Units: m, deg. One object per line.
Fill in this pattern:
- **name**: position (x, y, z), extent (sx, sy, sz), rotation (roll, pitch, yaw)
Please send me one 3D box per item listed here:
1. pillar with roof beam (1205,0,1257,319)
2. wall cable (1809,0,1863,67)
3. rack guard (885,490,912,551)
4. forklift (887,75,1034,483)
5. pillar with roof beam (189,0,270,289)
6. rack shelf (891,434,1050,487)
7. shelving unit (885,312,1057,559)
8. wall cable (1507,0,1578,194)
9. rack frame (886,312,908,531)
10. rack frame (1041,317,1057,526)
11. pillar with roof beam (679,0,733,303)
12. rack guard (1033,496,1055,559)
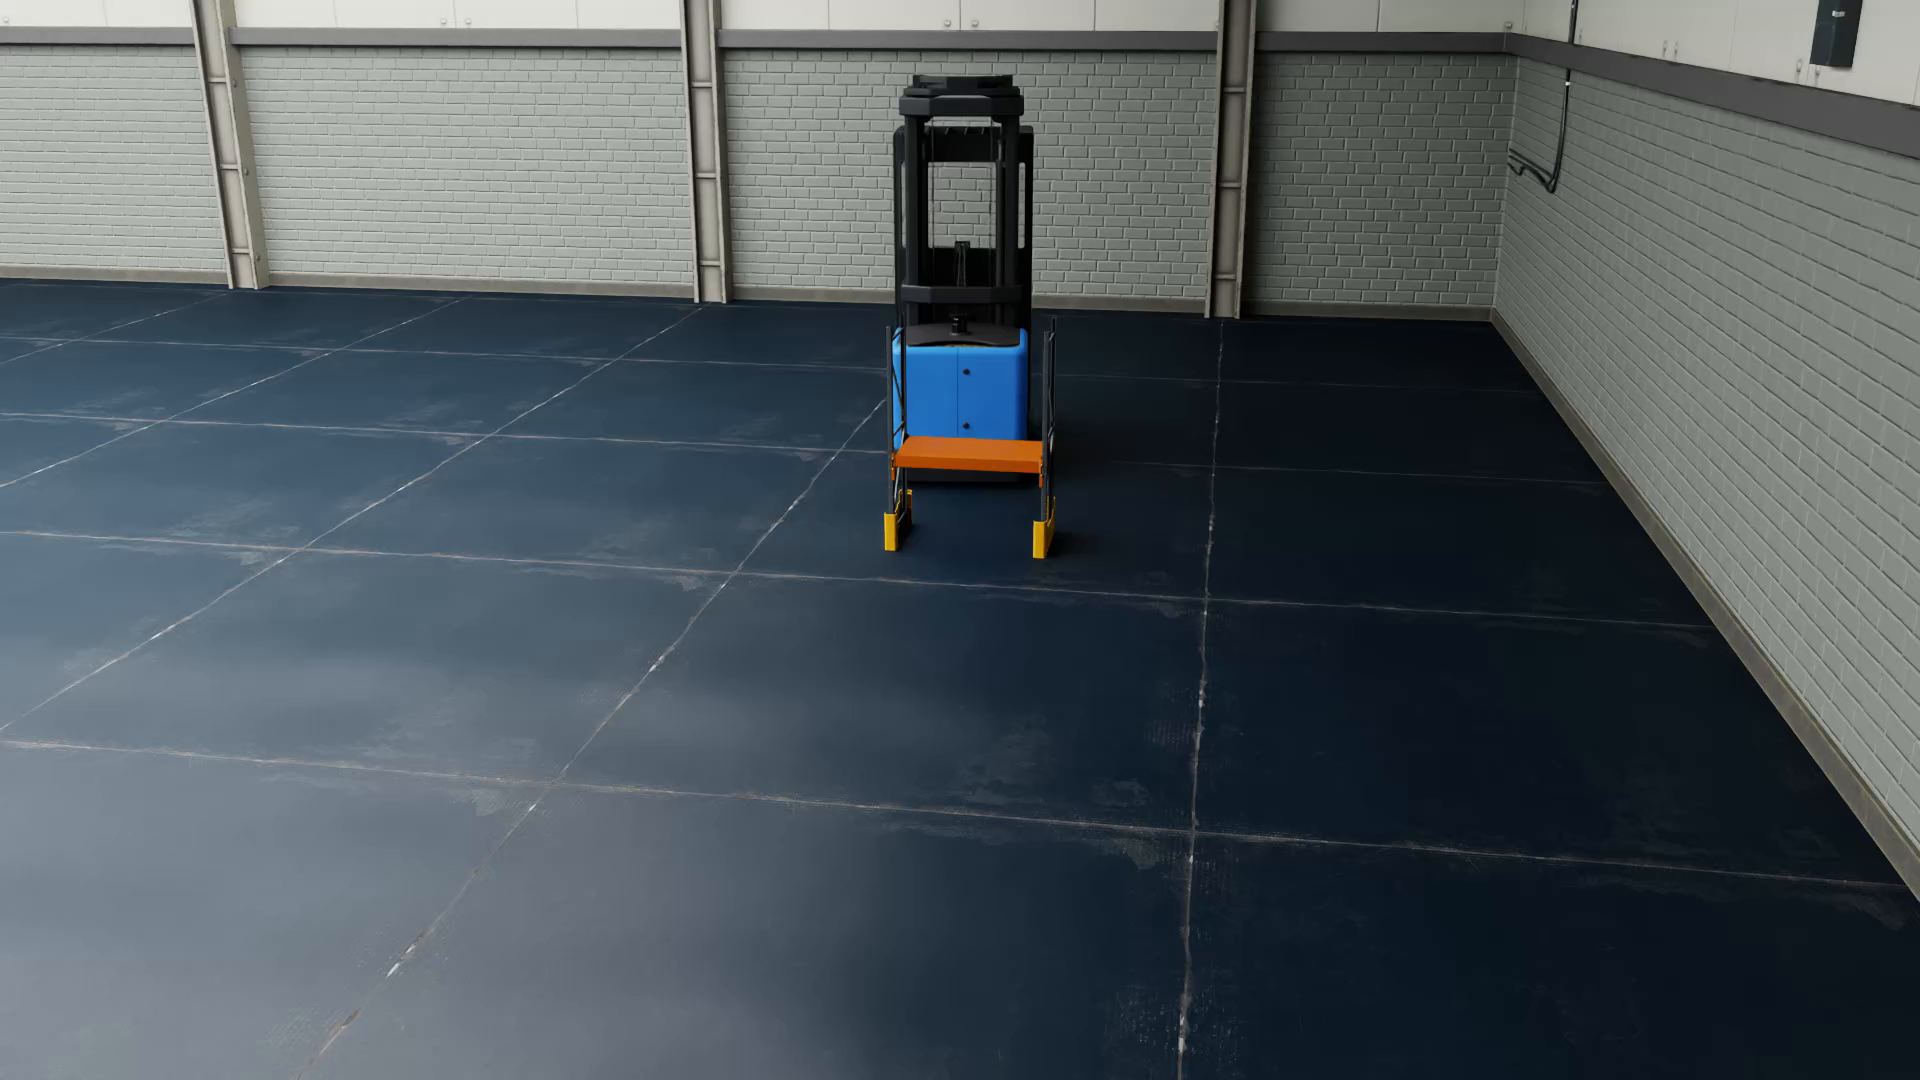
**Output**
- **pillar with roof beam**: position (2.308, -5.477, 13.489), extent (0.400, 9.000, 9.100), rotation (3, 19, 9)
- **wall cable**: position (4.168, -4.902, 6.413), extent (0.169, 6.003, 2.305), rotation (3, 19, 9)
- **rack guard**: position (-0.416, -0.140, 11.327), extent (0.087, 0.250, 0.587), rotation (3, 19, 9)
- **forklift**: position (0.034, -2.233, 13.356), extent (1.130, 2.935, 3.031), rotation (1, 19, 2)
- **pillar with roof beam**: position (-9.540, -6.081, 15.294), extent (0.400, 9.000, 9.100), rotation (3, 19, 9)
- **rack shelf**: position (0.084, -0.536, 11.109), extent (1.000, 0.185, 0.538), rotation (3, 19, 9)
- **shelving unit**: position (0.075, -0.707, 11.054), extent (1.083, 1.500, 0.587), rotation (3, 19, 9)
- **wall cable**: position (5.690, -4.790, 16.331), extent (0.112, 2.526, 3.097), rotation (3, 19, 9)
- **rack frame**: position (-0.418, -0.733, 11.129), extent (0.032, 1.500, 0.500), rotation (3, 19, 9)
- **rack frame**: position (0.586, -0.681, 10.976), extent (0.032, 1.500, 0.500), rotation (3, 19, 9)
- **pillar with roof beam**: position (-3.616, -5.779, 14.392), extent (0.400, 9.000, 9.100), rotation (3, 19, 9)
- **rack guard**: position (0.567, -0.090, 11.177), extent (0.087, 0.250, 0.587), rotation (3, 19, 9)
